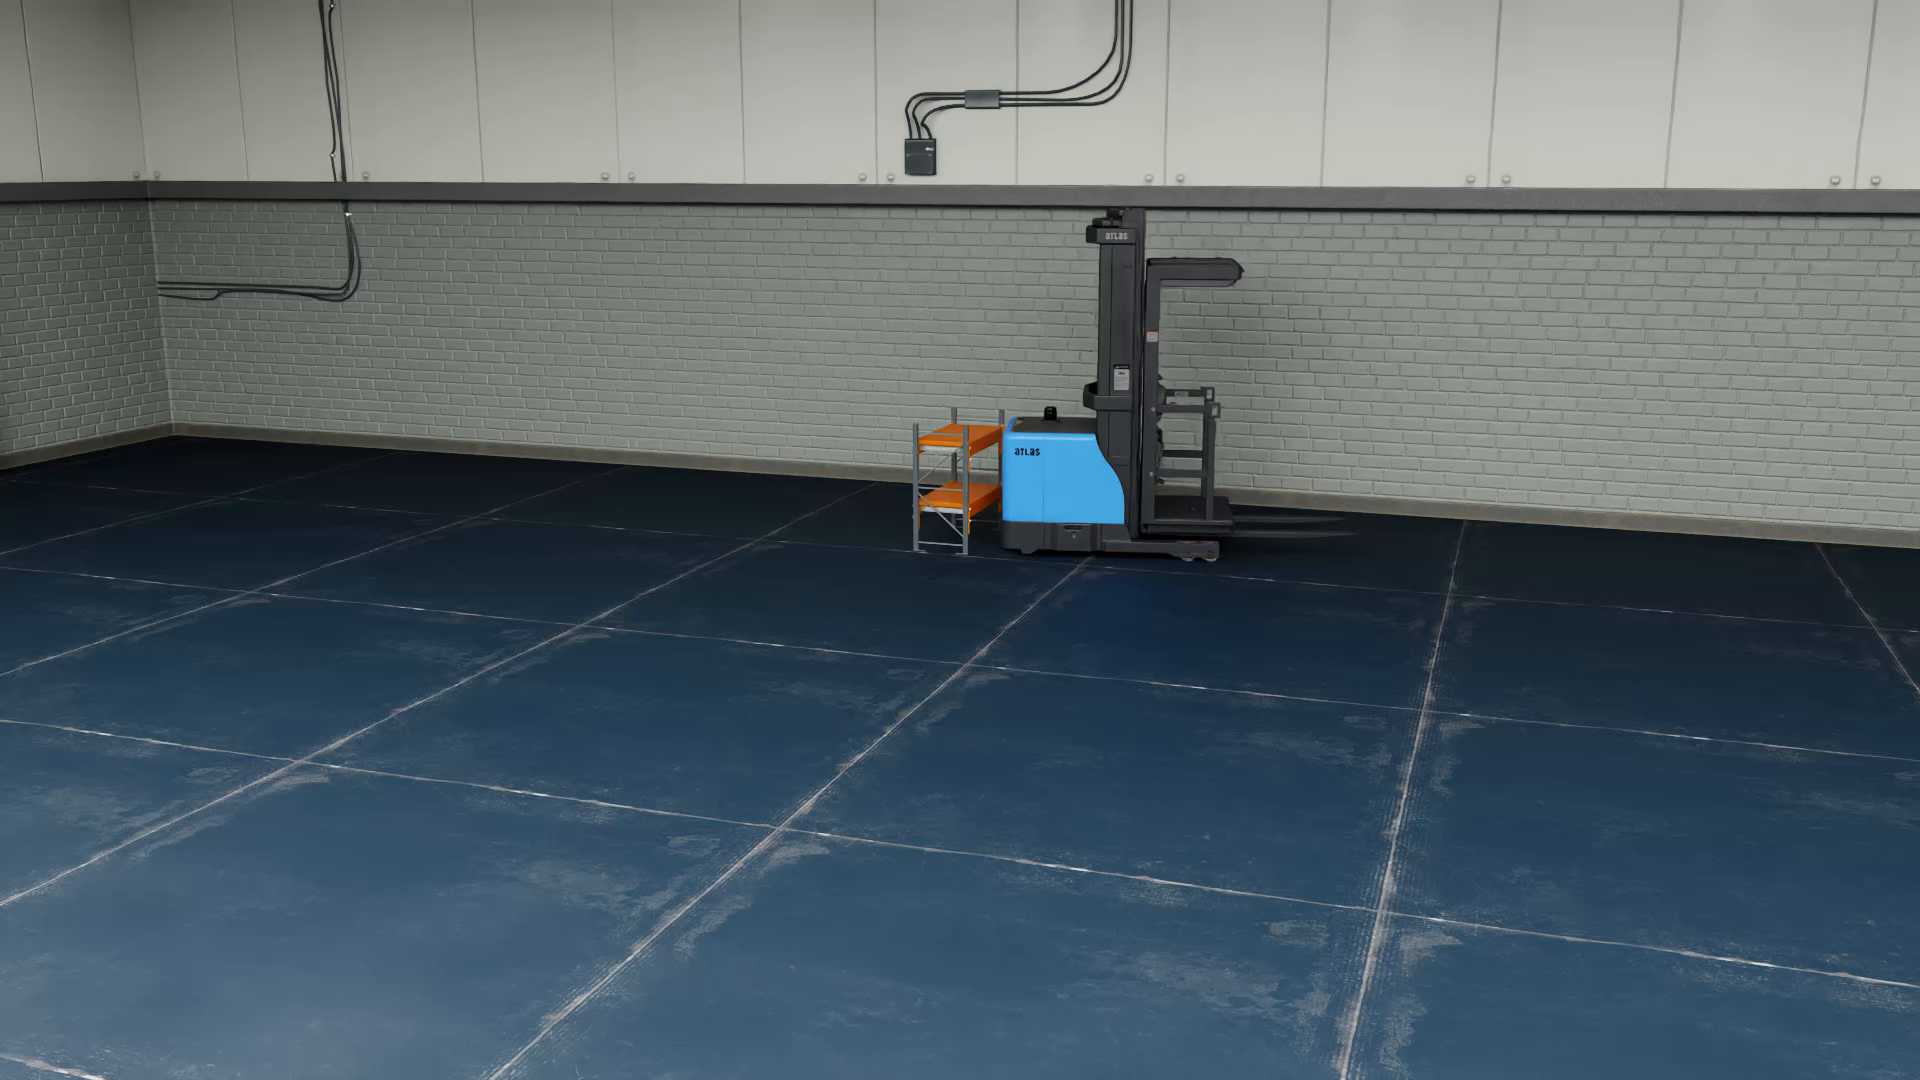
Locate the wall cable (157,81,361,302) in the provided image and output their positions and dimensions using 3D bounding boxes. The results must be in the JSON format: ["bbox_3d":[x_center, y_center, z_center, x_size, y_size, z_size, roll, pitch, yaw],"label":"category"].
[{"bbox_3d":[-8.435,-4.072,19.585,3.097,2.526,0.112,4,14,18],"label":"wall cable"}]

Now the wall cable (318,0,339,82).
[{"bbox_3d":[-5.876,-6.340,18.170,3.097,2.526,0.112,4,14,18],"label":"wall cable"}]

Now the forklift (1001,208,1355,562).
[{"bbox_3d":[1.903,-1.368,14.395,3.031,2.935,1.130,1,13,6],"label":"forklift"}]

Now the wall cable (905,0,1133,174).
[{"bbox_3d":[0.542,-6.557,15.852,2.305,6.003,0.169,4,14,18],"label":"wall cable"}]

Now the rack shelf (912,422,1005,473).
[{"bbox_3d":[-0.002,-0.832,14.791,0.538,0.278,1.000,4,14,18],"label":"rack shelf"}]

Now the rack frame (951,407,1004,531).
[{"bbox_3d":[0.162,-0.654,15.325,0.500,1.125,0.032,4,14,18],"label":"rack frame"}]

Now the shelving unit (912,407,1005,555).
[{"bbox_3d":[-0.002,-0.547,14.857,0.538,1.125,1.048,4,14,18],"label":"shelving unit"}]

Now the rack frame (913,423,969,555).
[{"bbox_3d":[-0.167,-0.440,14.388,0.500,1.125,0.032,4,14,18],"label":"rack frame"}]

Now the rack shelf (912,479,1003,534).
[{"bbox_3d":[-0.002,-0.309,14.911,0.538,0.278,1.000,4,14,18],"label":"rack shelf"}]
